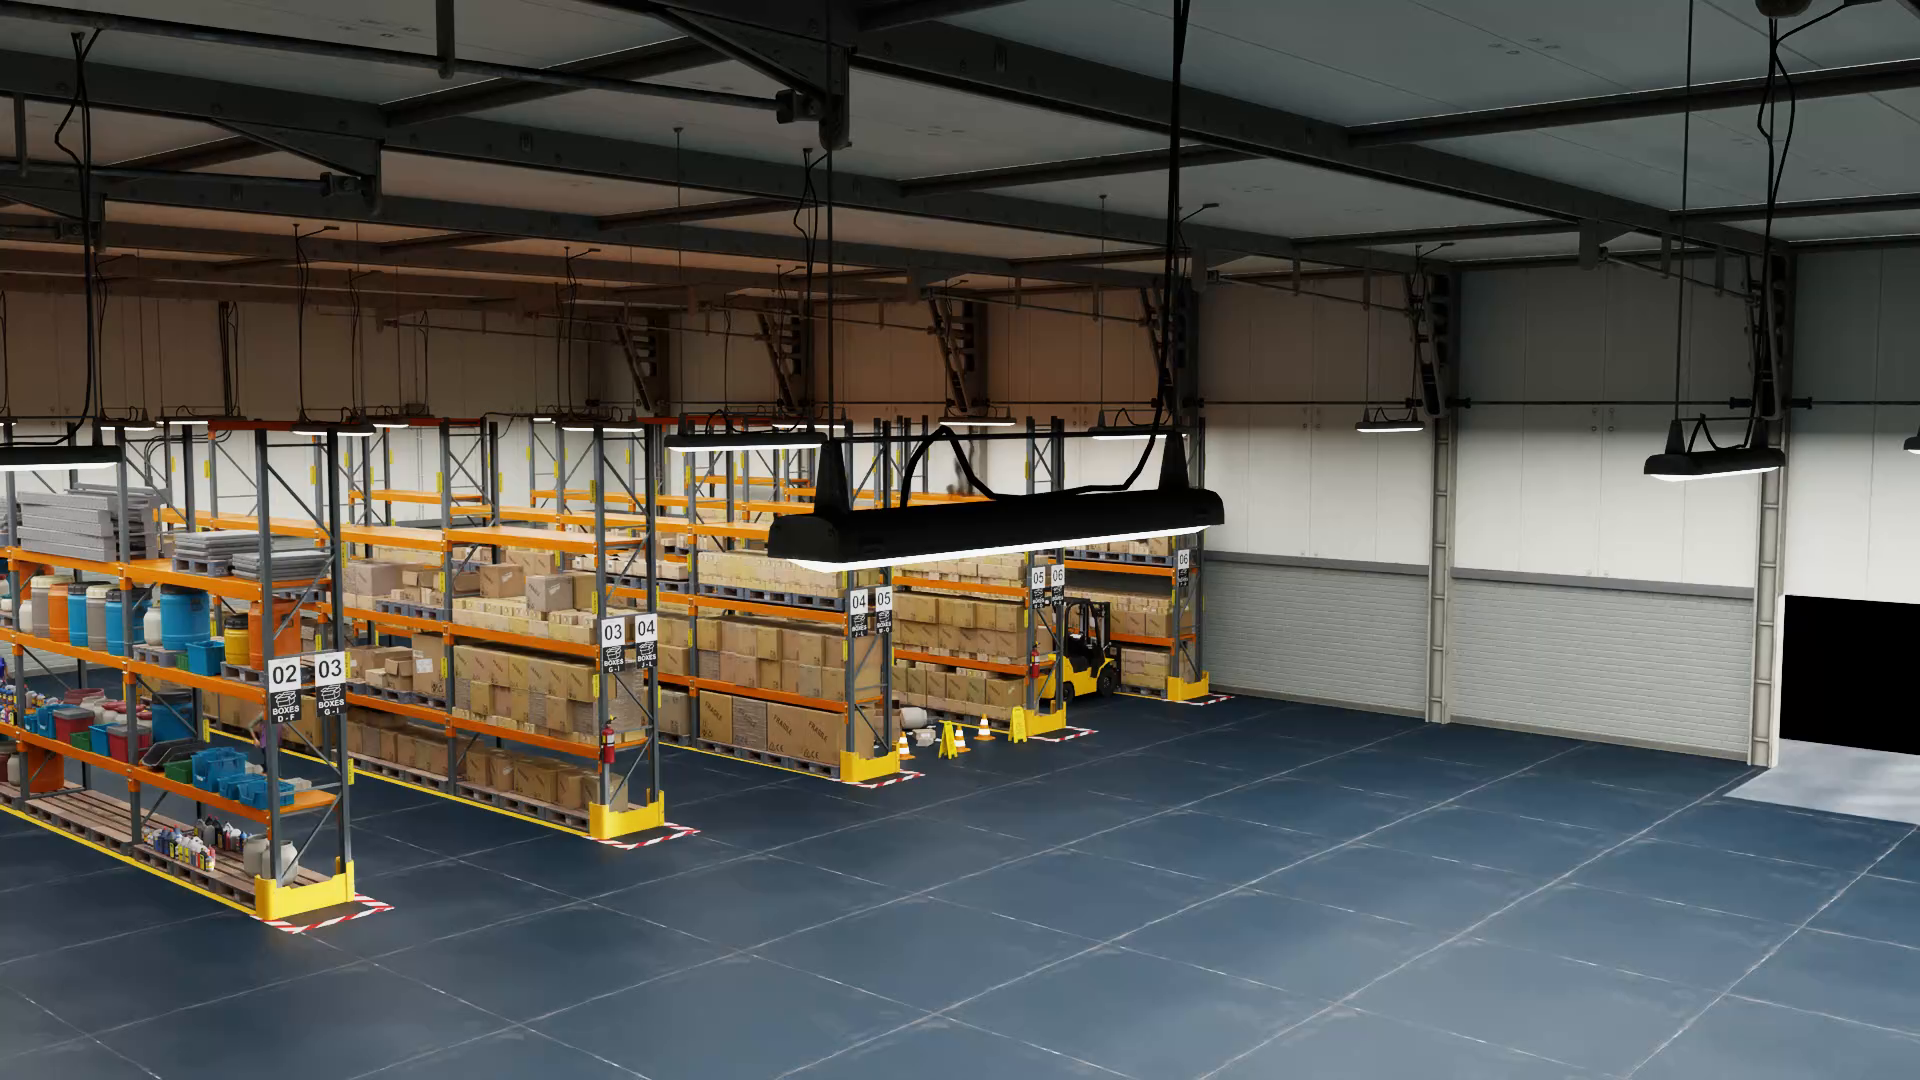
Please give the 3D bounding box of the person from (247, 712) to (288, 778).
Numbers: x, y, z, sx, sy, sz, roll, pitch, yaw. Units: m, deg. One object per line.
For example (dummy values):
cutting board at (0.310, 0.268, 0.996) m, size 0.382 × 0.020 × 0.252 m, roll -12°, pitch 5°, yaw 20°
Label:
person at (-11.032, 3.299, 26.565) m, size 0.883 × 1.596 × 0.529 m, roll 2°, pitch 5°, yaw 24°

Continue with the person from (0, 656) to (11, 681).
person at (-18.684, 2.842, 32.262) m, size 0.853 × 1.647 × 0.671 m, roll 1°, pitch 5°, yaw 15°
